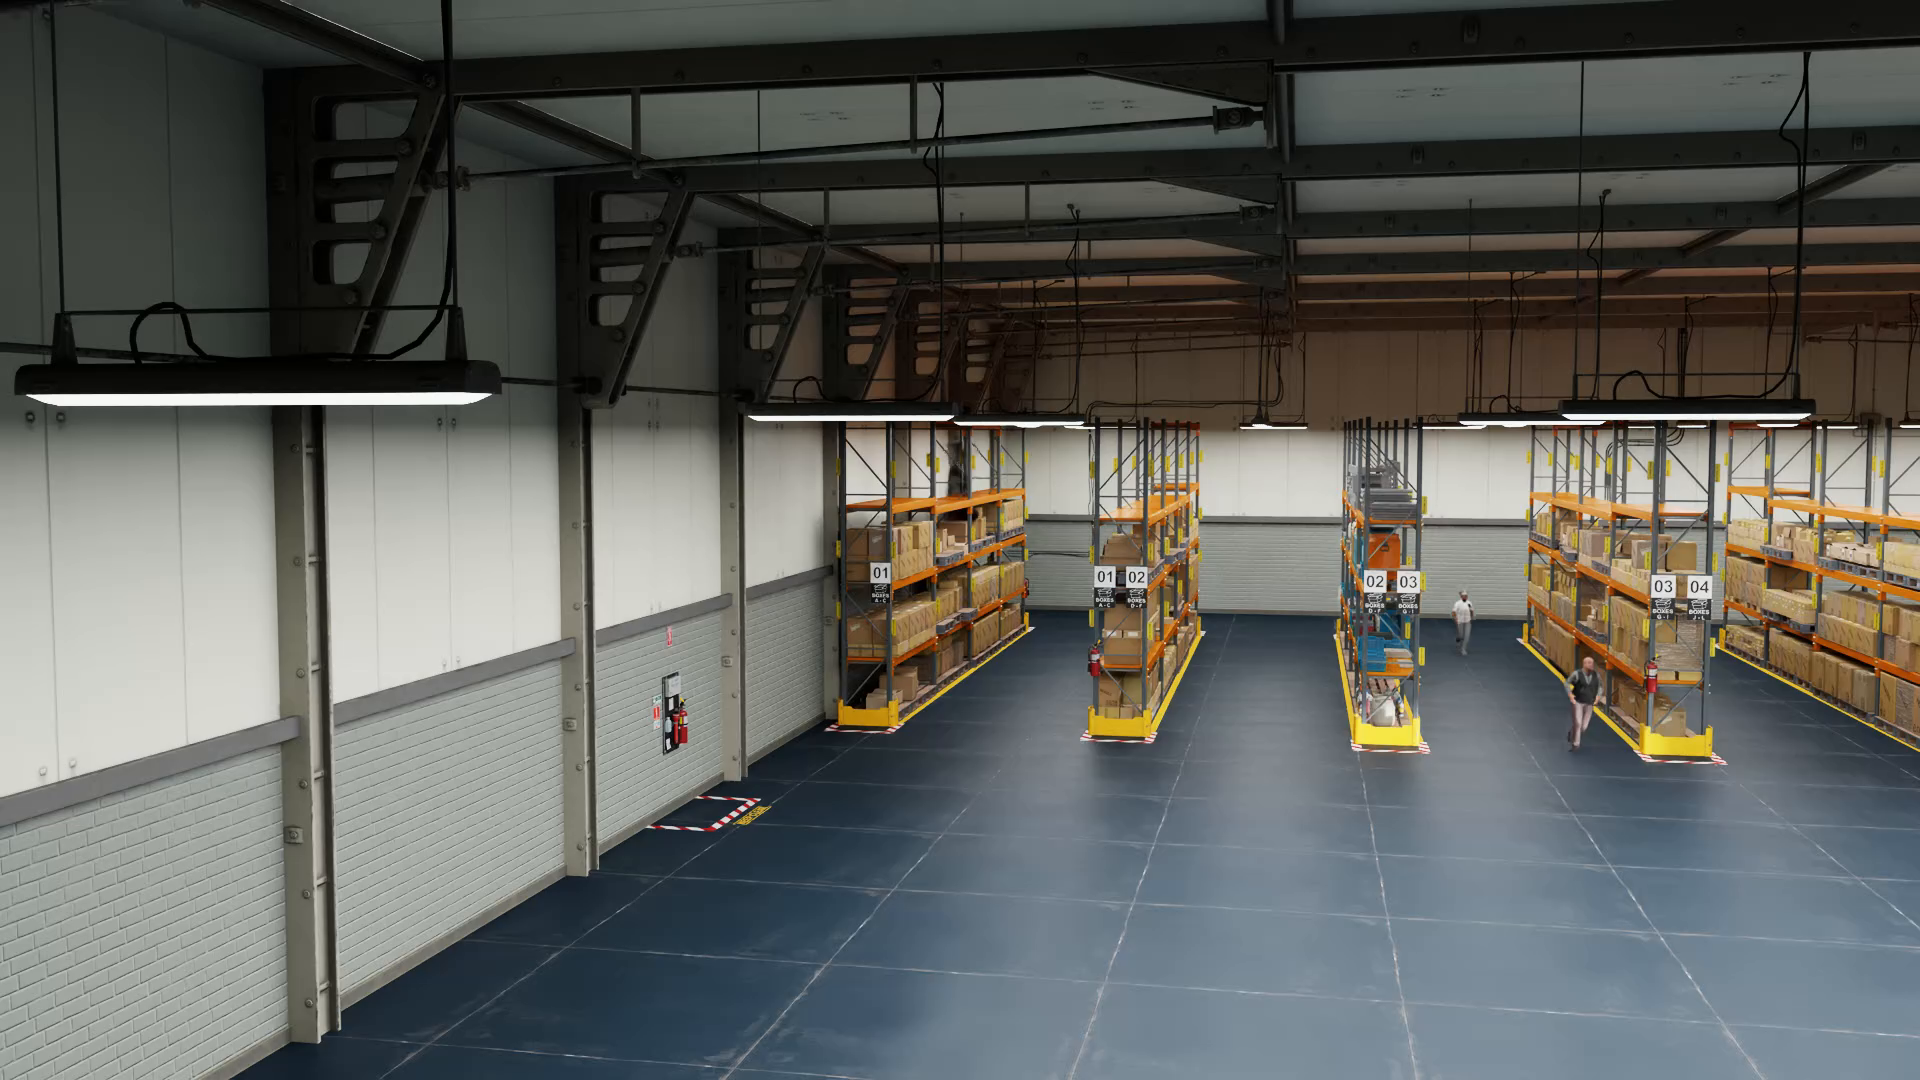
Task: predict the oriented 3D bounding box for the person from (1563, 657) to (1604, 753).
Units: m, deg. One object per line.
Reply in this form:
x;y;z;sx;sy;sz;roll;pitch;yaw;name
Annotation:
11.257;2.945;30.008;0.713;1.680;0.756;0;4;4;person

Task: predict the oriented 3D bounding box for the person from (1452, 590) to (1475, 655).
13.004;2.125;42.954;0.575;1.658;0.587;0;4;3;person

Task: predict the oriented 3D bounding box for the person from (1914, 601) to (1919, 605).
22.213;2.343;38.601;0.671;1.829;0.901;0;4;4;person

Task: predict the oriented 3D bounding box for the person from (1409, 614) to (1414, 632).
12.912;1.821;47.835;0.493;1.659;0.700;3;5;36;person
